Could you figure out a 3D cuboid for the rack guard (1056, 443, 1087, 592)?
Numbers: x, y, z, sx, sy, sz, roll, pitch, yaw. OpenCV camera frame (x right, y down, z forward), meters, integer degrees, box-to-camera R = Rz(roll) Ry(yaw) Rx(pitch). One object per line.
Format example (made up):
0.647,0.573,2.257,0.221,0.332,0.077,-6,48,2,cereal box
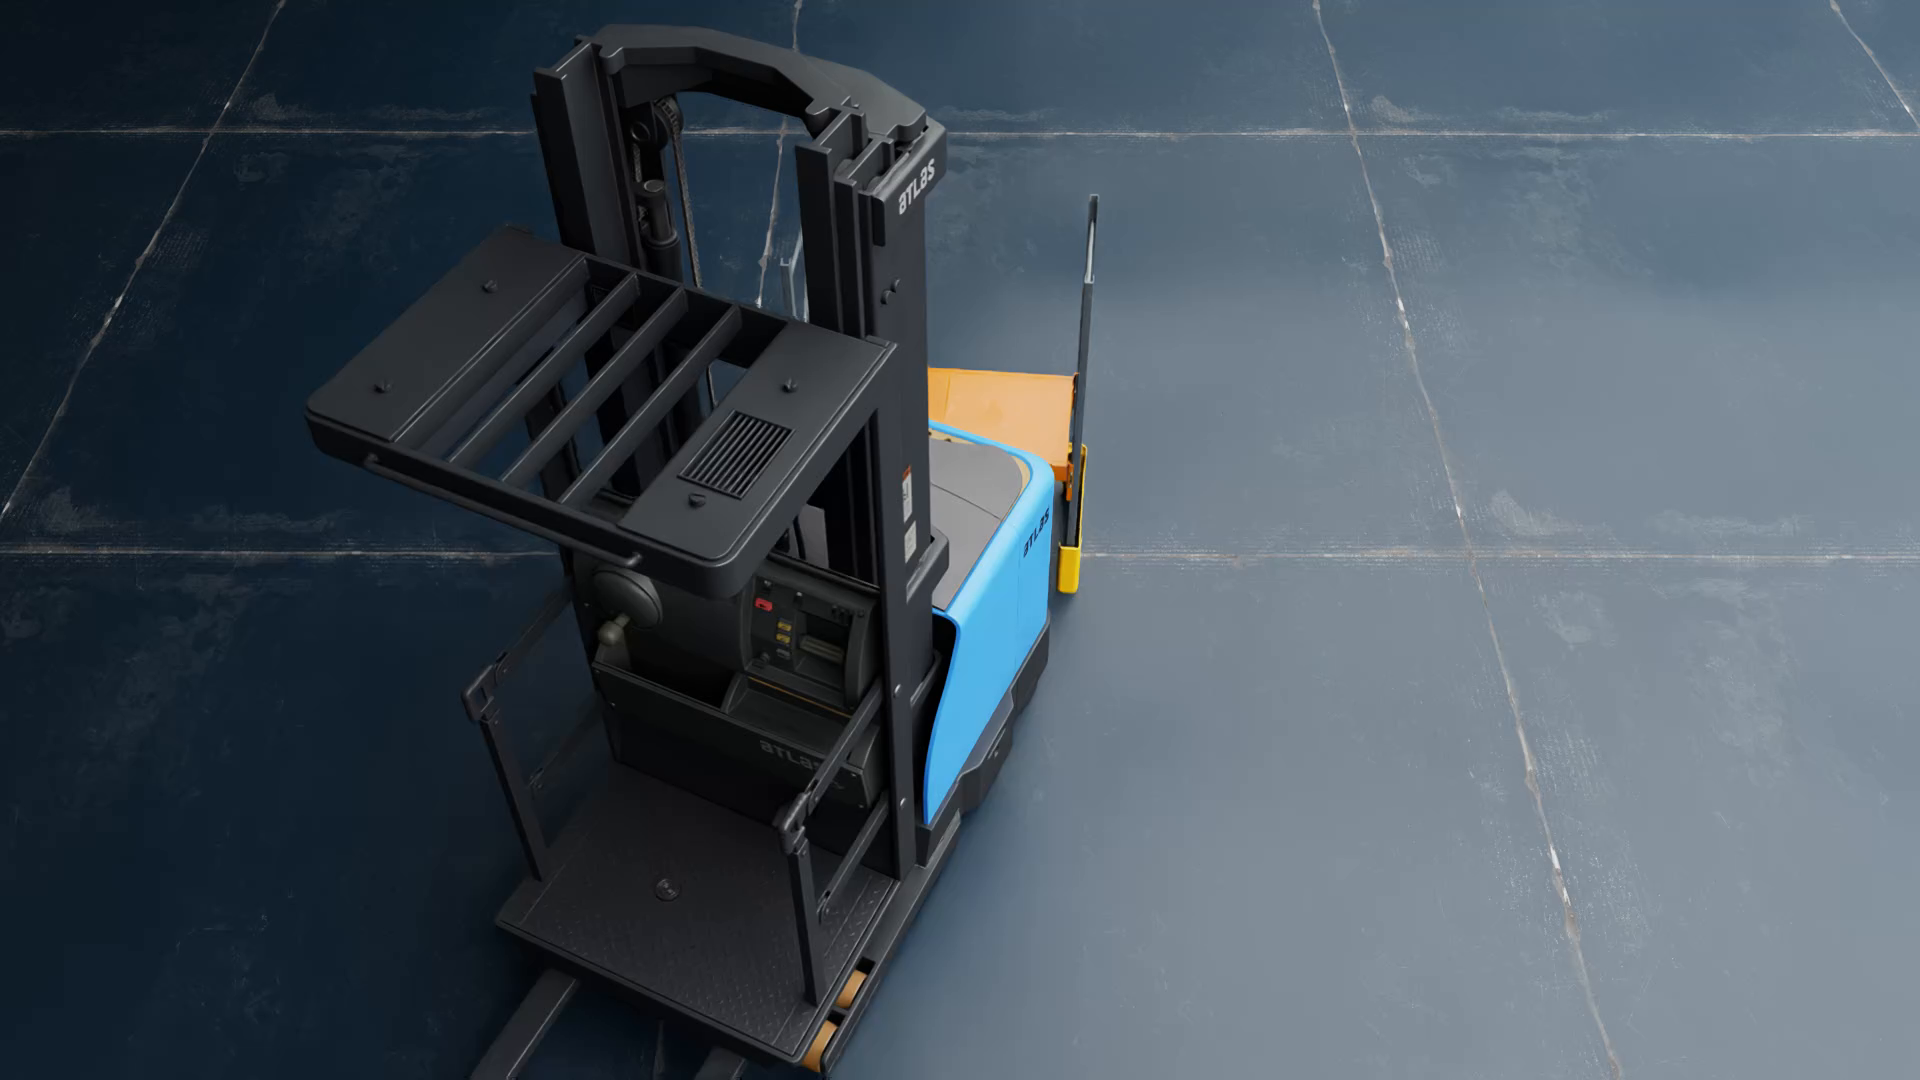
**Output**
0.447,-0.094,6.667,0.087,0.250,0.587,4,47,4,rack guard

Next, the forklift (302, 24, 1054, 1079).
-0.761,0.287,4.480,1.130,2.935,3.031,19,50,17,forklift

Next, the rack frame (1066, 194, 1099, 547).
0.449,-0.520,6.209,0.032,1.500,0.500,4,47,4,rack frame

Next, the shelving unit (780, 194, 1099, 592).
-0.049,-0.553,6.240,1.083,1.500,0.587,4,47,4,shelving unit

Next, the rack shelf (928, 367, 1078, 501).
-0.058,-0.431,6.372,1.000,0.185,0.538,4,47,4,rack shelf

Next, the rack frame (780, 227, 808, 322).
-0.564,-0.587,6.272,0.032,1.500,0.500,4,47,4,rack frame
